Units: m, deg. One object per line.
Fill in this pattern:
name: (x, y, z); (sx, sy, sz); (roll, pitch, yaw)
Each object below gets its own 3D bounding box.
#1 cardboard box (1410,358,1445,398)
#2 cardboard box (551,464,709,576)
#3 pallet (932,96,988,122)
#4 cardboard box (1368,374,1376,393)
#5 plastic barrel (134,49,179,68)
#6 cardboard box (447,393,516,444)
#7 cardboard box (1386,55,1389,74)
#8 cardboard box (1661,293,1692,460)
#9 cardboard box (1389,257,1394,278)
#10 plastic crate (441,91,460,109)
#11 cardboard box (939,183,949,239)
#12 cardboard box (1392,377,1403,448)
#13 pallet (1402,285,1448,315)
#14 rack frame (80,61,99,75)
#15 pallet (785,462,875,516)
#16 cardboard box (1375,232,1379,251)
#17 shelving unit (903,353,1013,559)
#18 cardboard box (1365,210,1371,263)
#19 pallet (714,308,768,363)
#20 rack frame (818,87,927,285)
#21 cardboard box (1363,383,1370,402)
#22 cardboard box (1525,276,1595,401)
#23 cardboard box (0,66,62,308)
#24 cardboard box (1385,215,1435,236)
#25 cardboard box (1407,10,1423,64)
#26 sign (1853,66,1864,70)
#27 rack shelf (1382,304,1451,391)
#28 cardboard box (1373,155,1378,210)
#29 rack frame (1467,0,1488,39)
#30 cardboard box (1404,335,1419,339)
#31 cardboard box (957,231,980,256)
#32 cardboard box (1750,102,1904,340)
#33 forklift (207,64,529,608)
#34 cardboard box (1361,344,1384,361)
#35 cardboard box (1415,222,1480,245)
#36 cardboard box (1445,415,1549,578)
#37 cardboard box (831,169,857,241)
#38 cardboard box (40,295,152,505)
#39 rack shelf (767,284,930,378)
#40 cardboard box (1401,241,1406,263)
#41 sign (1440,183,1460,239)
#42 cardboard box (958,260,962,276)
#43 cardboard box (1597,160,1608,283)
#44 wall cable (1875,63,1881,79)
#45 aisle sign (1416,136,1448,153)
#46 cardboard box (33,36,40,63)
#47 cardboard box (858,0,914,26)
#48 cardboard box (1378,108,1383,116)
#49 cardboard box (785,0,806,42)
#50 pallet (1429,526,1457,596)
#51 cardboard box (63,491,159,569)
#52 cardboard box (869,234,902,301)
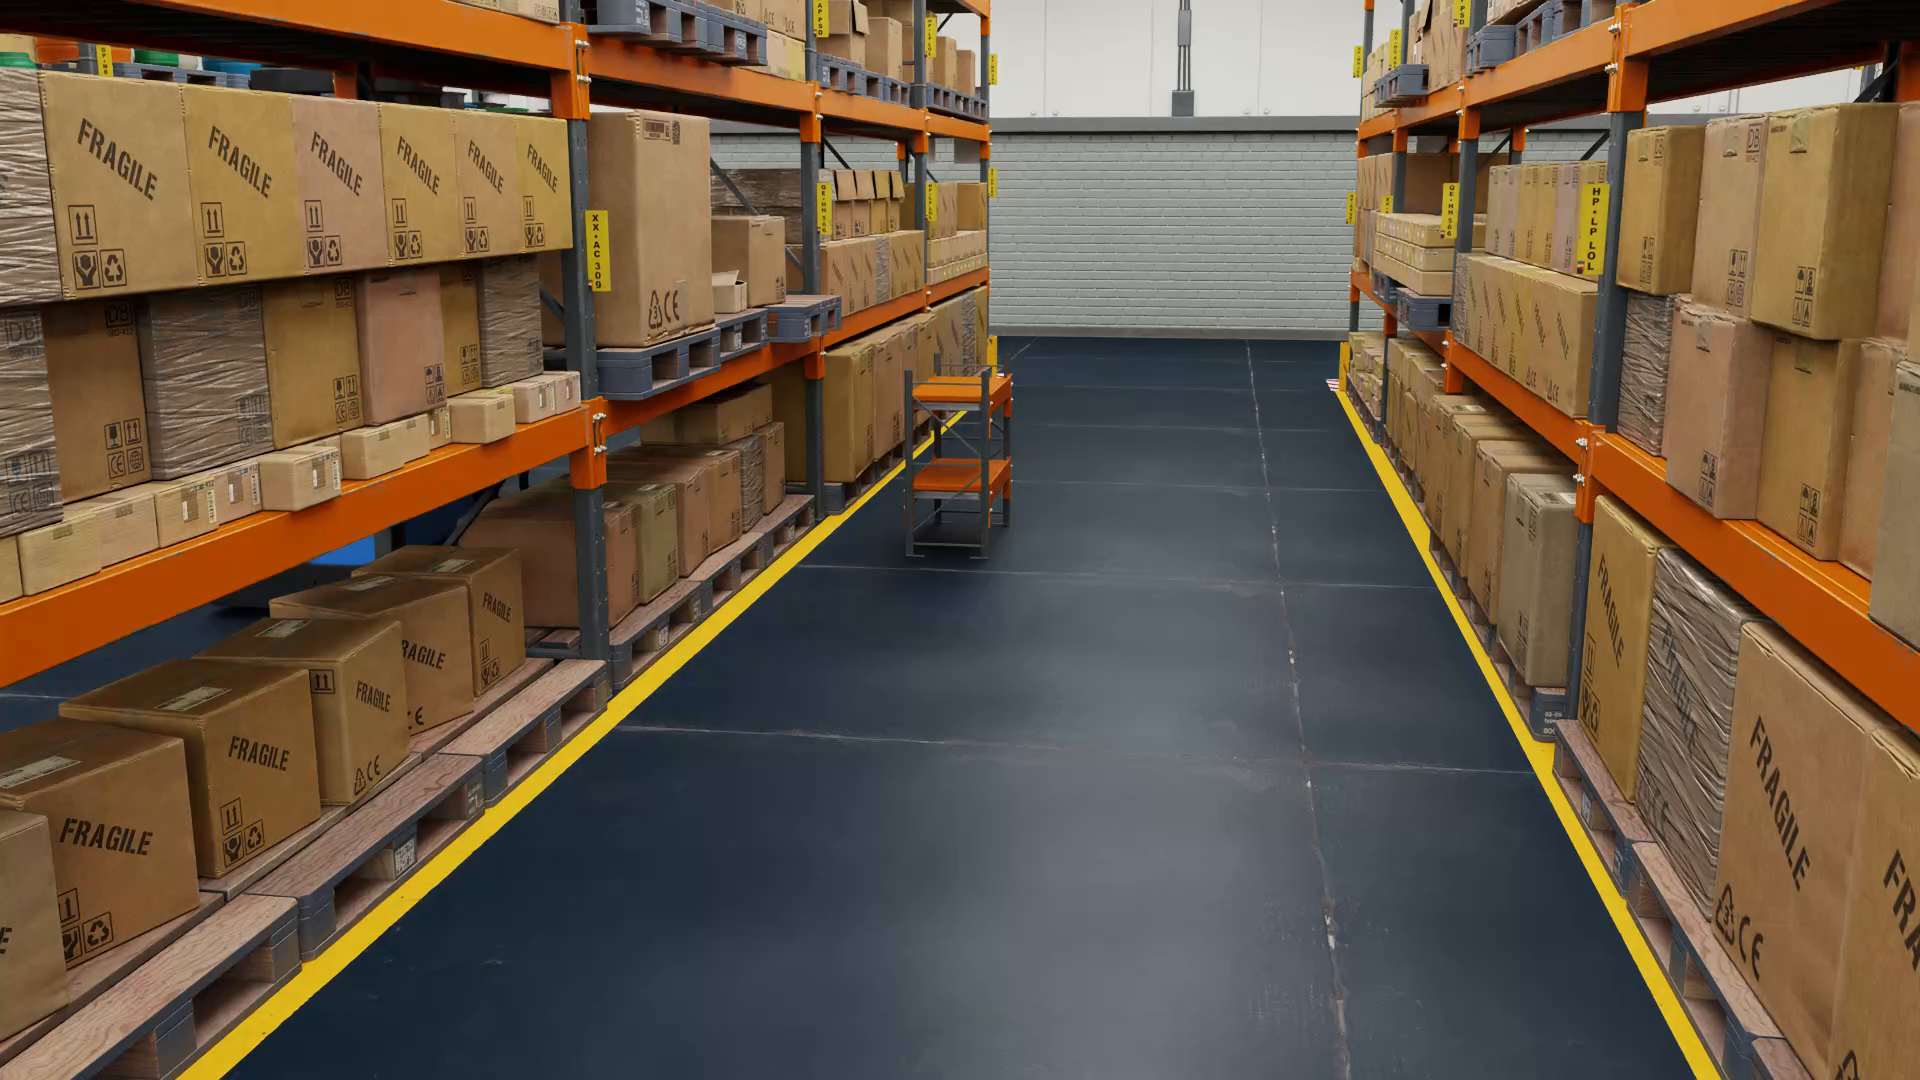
cardboard box: (3.483, -1.140, 11.818); (0.500, 0.250, 0.500); (2, 12, 10)
cardboard box: (-1.731, -0.113, 8.785); (0.700, 0.500, 0.500); (1, 12, 4)
pallet: (-0.283, -4.543, 17.546); (1.003, 0.211, 1.213); (2, 12, 9)
cardboard box: (3.879, -1.407, 14.965); (0.380, 0.149, 0.250); (1, 12, 7)
plastic barrel: (-5.913, -3.579, 12.233); (0.294, 0.245, 0.294); (0, 12, 0)
cardboard box: (-1.841, -0.443, 6.023); (0.380, 0.149, 0.250); (2, 12, 9)
cardboard box: (4.003, -4.110, 14.496); (0.500, 0.250, 0.500); (1, 12, 6)
cardboard box: (2.754, -0.476, 5.227); (0.875, 0.550, 0.550); (2, 12, 9)
cardboard box: (3.381, -2.004, 12.272); (0.380, 0.149, 0.250); (2, 12, 8)
plastic crate: (-5.226, -4.255, 16.308); (0.497, 0.269, 0.590); (2, 12, 9)
cardboard box: (-0.384, -3.075, 15.511); (0.500, 0.500, 0.500); (2, 12, 9)
cardboard box: (3.636, -0.989, 12.897); (0.500, 0.500, 0.500); (2, 12, 11)
pallet: (3.740, -1.748, 11.938); (1.003, 0.211, 1.213); (2, 12, 9)
rack frame: (-6.303, -1.770, 11.588); (1.000, 3.000, 0.127); (2, 12, 9)
pallet: (-1.213, -0.408, 11.887); (1.003, 0.211, 1.213); (2, 12, 9)
cardboard box: (3.576, -2.422, 13.503); (0.380, 0.149, 0.250); (2, 12, 10)
shelving unit: (0.001, -0.551, 10.381); (0.538, 1.125, 1.048); (2, 12, 9)
cardboard box: (4.147, -2.883, 15.808); (0.500, 0.500, 0.500); (2, 12, 7)
pallet: (-1.673, -1.103, 8.945); (1.003, 0.211, 1.213); (2, 12, 9)
rack frame: (-0.794, -2.442, 14.707); (1.000, 3.000, 0.127); (2, 12, 9)
cardboard box: (3.974, -1.381, 15.549); (0.380, 0.149, 0.250); (2, 12, 9)
cardboard box: (2.755, -0.867, 7.158); (0.500, 0.500, 0.500); (2, 12, 8)
cardboard box: (-2.286, -0.733, 3.459); (0.500, 0.500, 0.500); (2, 12, 9)
cardboard box: (3.457, -2.404, 12.713); (0.380, 0.149, 0.250); (2, 12, 8)
cardboard box: (3.925, -3.906, 13.143); (0.700, 0.500, 0.500); (2, 12, 9)
sign: (9.066, -4.906, 16.753); (0.100, 0.325, 0.005); (2, 12, 9)
rack shelf: (3.784, -1.493, 12.007); (1.077, 0.370, 4.000); (2, 12, 9)
cardboard box: (4.063, -3.264, 15.203); (0.500, 0.500, 0.500); (2, 12, 10)
rack frame: (3.476, -4.361, 9.368); (1.000, 3.000, 0.127); (2, 12, 9)
cardboard box: (4.780, -2.027, 17.137); (0.380, 0.149, 0.250); (2, 12, 10)
cardboard box: (-0.070, -3.132, 17.557); (0.500, 0.250, 0.500); (2, 12, 8)
cardboard box: (2.508, -0.784, 4.093); (0.875, 0.550, 0.500); (2, 12, 9)
forklift: (-3.170, -1.323, 9.674); (1.130, 2.935, 3.031); (2, 12, 9)
cardboard box: (4.108, -1.823, 16.191); (0.380, 0.149, 0.250); (2, 12, 10)
cardboard box: (3.140, -1.970, 10.704); (0.380, 0.149, 0.250); (2, 12, 8)
cardboard box: (3.163, -0.228, 8.773); (1.050, 0.750, 0.750); (2, 12, 10)
cardboard box: (-1.178, -2.436, 12.060); (0.797, 0.503, 0.637); (2, 12, 10)
cardboard box: (-2.569, -0.360, 4.102); (0.875, 0.500, 0.500); (2, 12, 9)
rack shelf: (-1.102, -1.674, 12.851); (1.077, 0.370, 4.000); (2, 12, 9)
cardboard box: (3.259, -1.988, 11.491); (0.380, 0.149, 0.250); (2, 12, 8)
sign: (2.939, -1.971, 9.959); (0.100, 0.325, 0.005); (2, 12, 9)
cardboard box: (-0.182, -2.695, 16.475); (0.380, 0.149, 0.250); (2, 12, 7)
cardboard box: (2.932, -1.237, 6.501); (0.700, 0.500, 0.500); (2, 12, 8)
wall cable: (10.953, -7.055, 21.870); (2.355, 3.000, 0.029); (2, 12, 9)
aisle sign: (5.014, -4.370, 17.479); (0.394, 0.787, 0.004); (2, 12, 9)
cardboard box: (-10.161, -5.285, 18.164); (0.700, 0.500, 0.500); (2, 12, 9)
cardboard box: (-0.643, -4.774, 15.154); (0.500, 0.250, 0.500); (1, 12, 5)
cardboard box: (4.066, -3.974, 15.049); (0.500, 0.250, 0.500); (2, 12, 8)
cardboard box: (-1.235, -3.262, 9.965); (0.500, 0.500, 0.500); (2, 12, 10)
pallet: (3.281, 0.097, 9.543); (1.003, 0.211, 1.213); (2, 12, 9)
cardboard box: (-2.231, -0.029, 4.104); (0.380, 0.149, 0.250); (2, 12, 9)
cardboard box: (-0.752, -2.173, 13.221); (0.500, 0.500, 0.500); (2, 12, 8)
